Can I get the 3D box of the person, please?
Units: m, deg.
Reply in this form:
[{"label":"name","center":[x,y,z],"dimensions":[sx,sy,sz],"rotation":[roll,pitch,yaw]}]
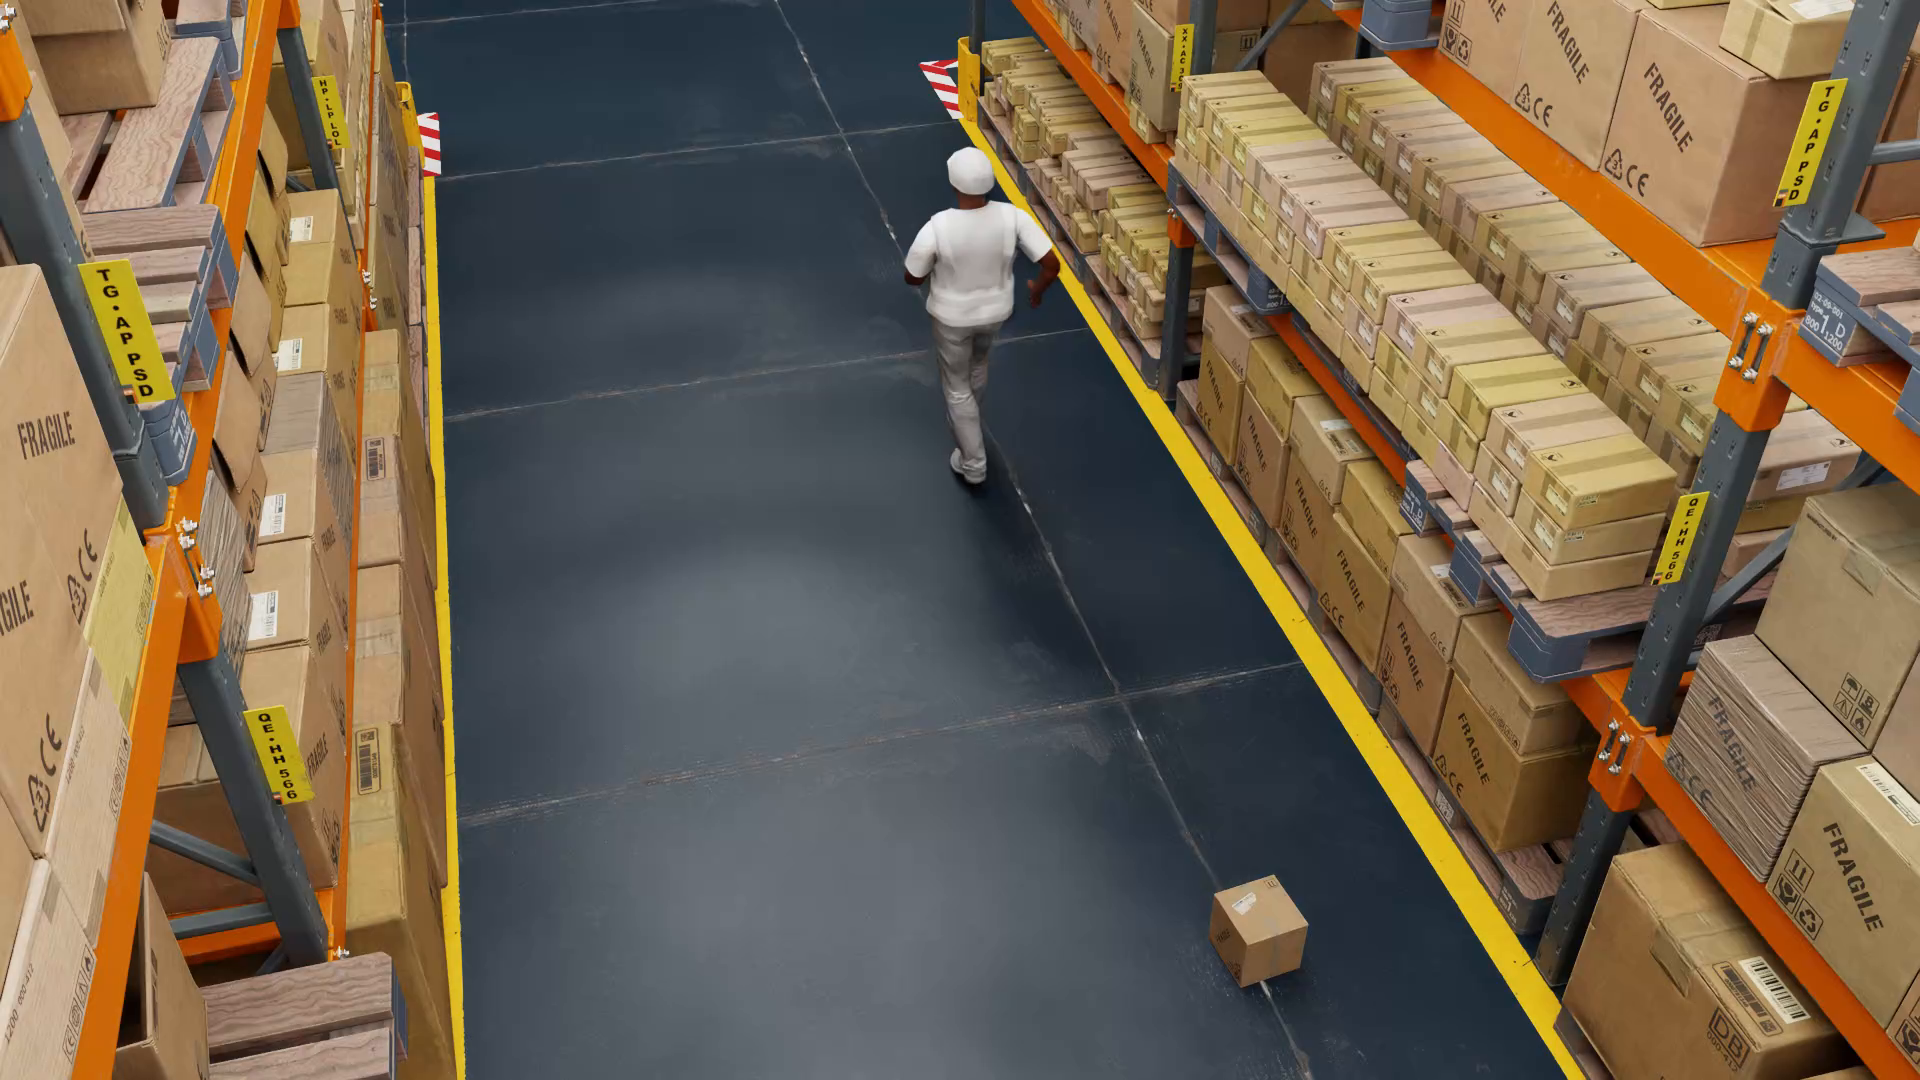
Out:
[{"label":"person","center":[0.030,-1.152,8.155],"dimensions":[0.674,1.772,0.782],"rotation":[-14,40,-17]}]
